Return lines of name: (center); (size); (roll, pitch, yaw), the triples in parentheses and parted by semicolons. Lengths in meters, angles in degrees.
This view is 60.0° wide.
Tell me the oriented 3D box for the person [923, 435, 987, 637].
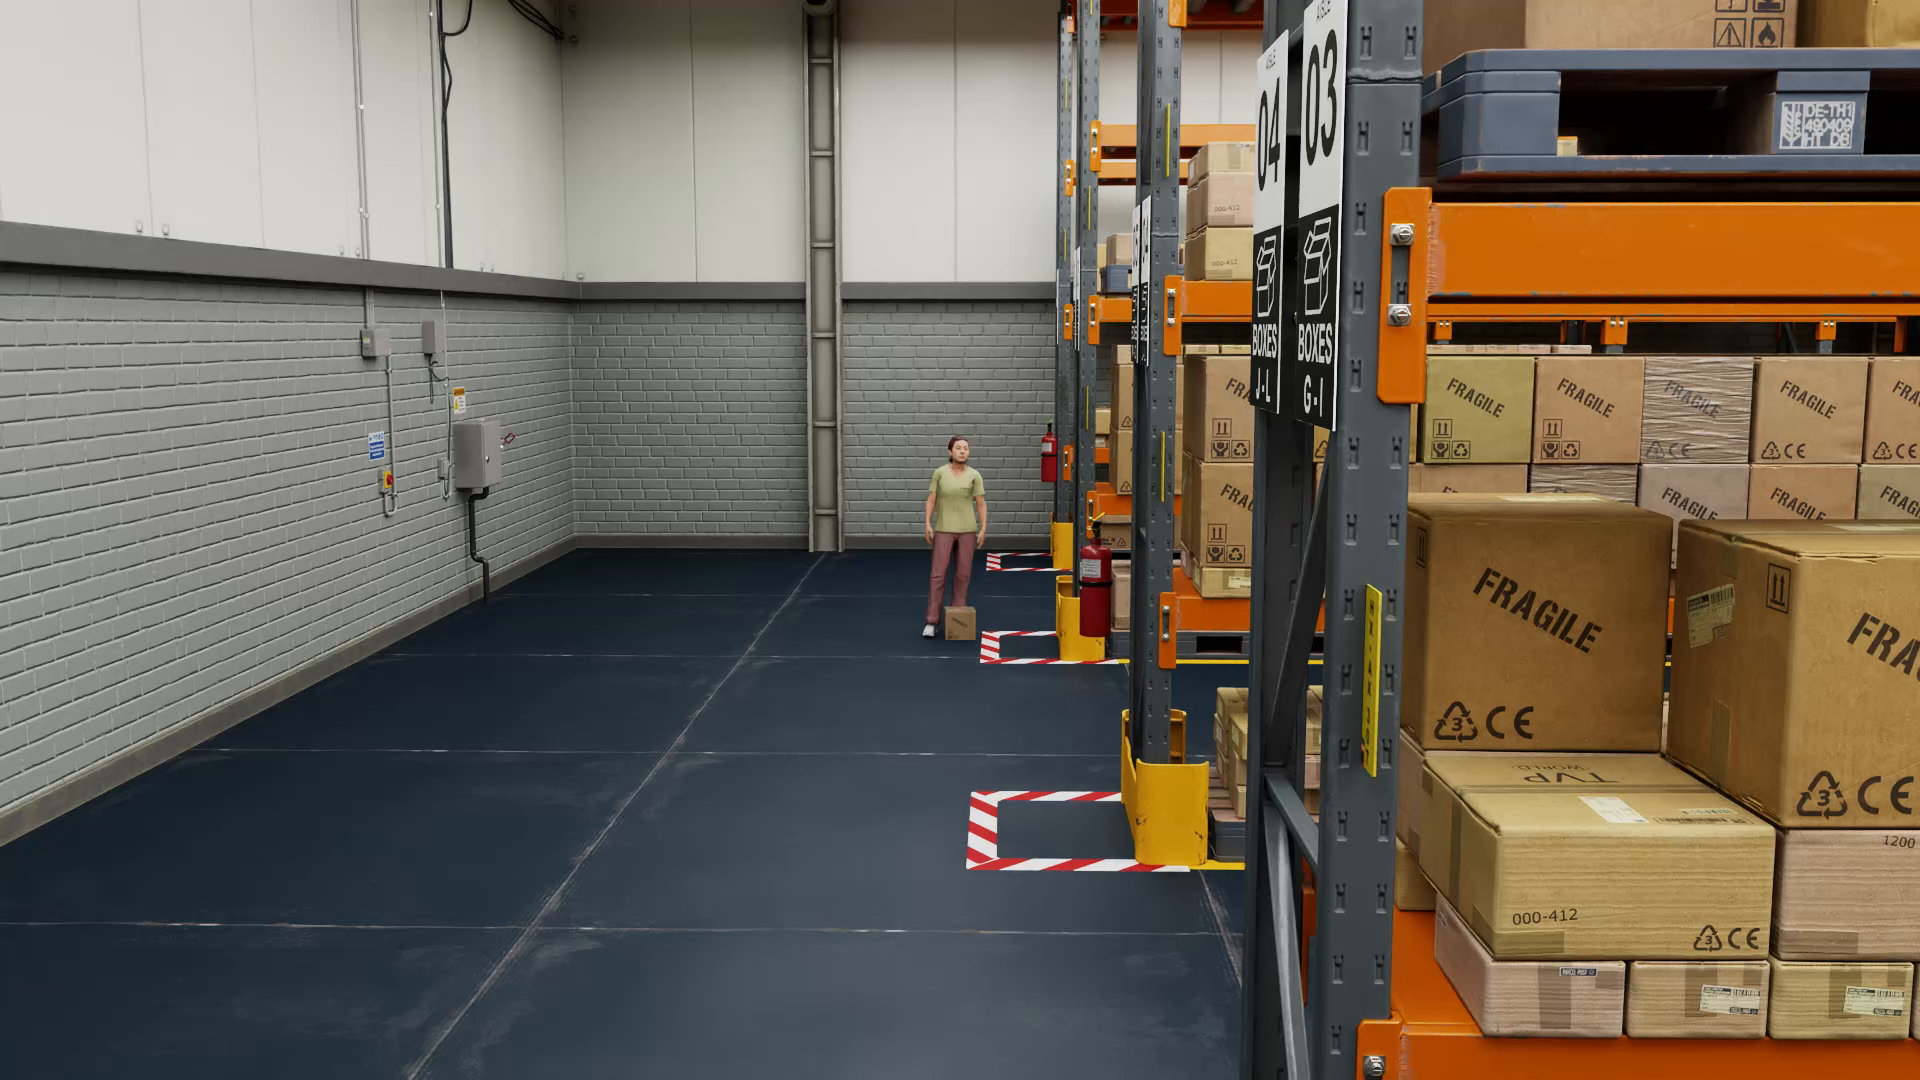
person: (-0.043, -0.043, 14.044); (0.554, 1.673, 0.547); (0, 7, -2)
